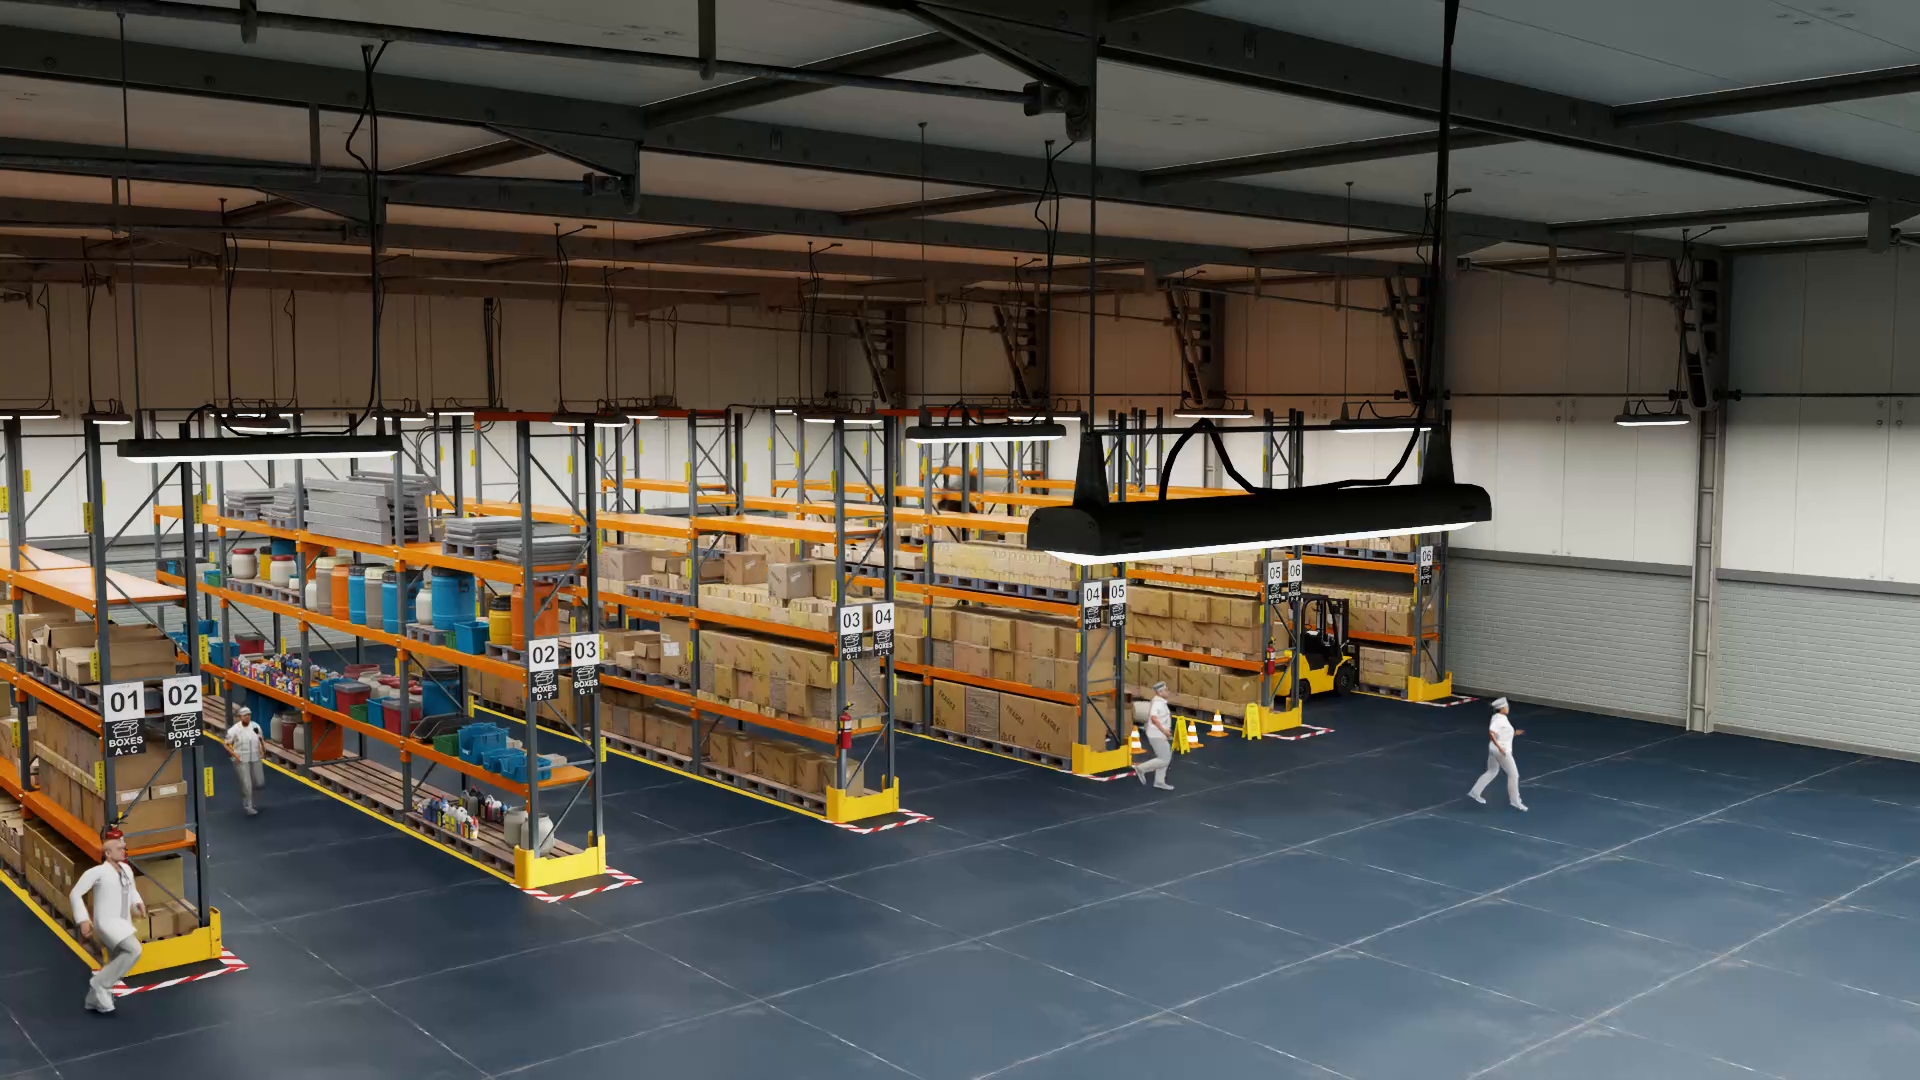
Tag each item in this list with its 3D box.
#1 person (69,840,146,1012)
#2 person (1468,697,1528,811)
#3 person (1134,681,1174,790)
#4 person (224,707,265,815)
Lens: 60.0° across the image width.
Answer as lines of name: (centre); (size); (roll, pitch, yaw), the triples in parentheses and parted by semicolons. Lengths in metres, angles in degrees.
person: (-8.704, 3.959, 17.184); (0.633, 1.704, 0.711); (1, 5, 6)
person: (8.221, 3.249, 25.321); (0.851, 1.727, 0.563); (0, 5, 1)
person: (3.107, 3.133, 26.674); (0.653, 1.775, 0.679); (0, 5, -3)
person: (-10.784, 3.319, 25.102); (0.594, 1.622, 0.556); (-5, 7, -45)
